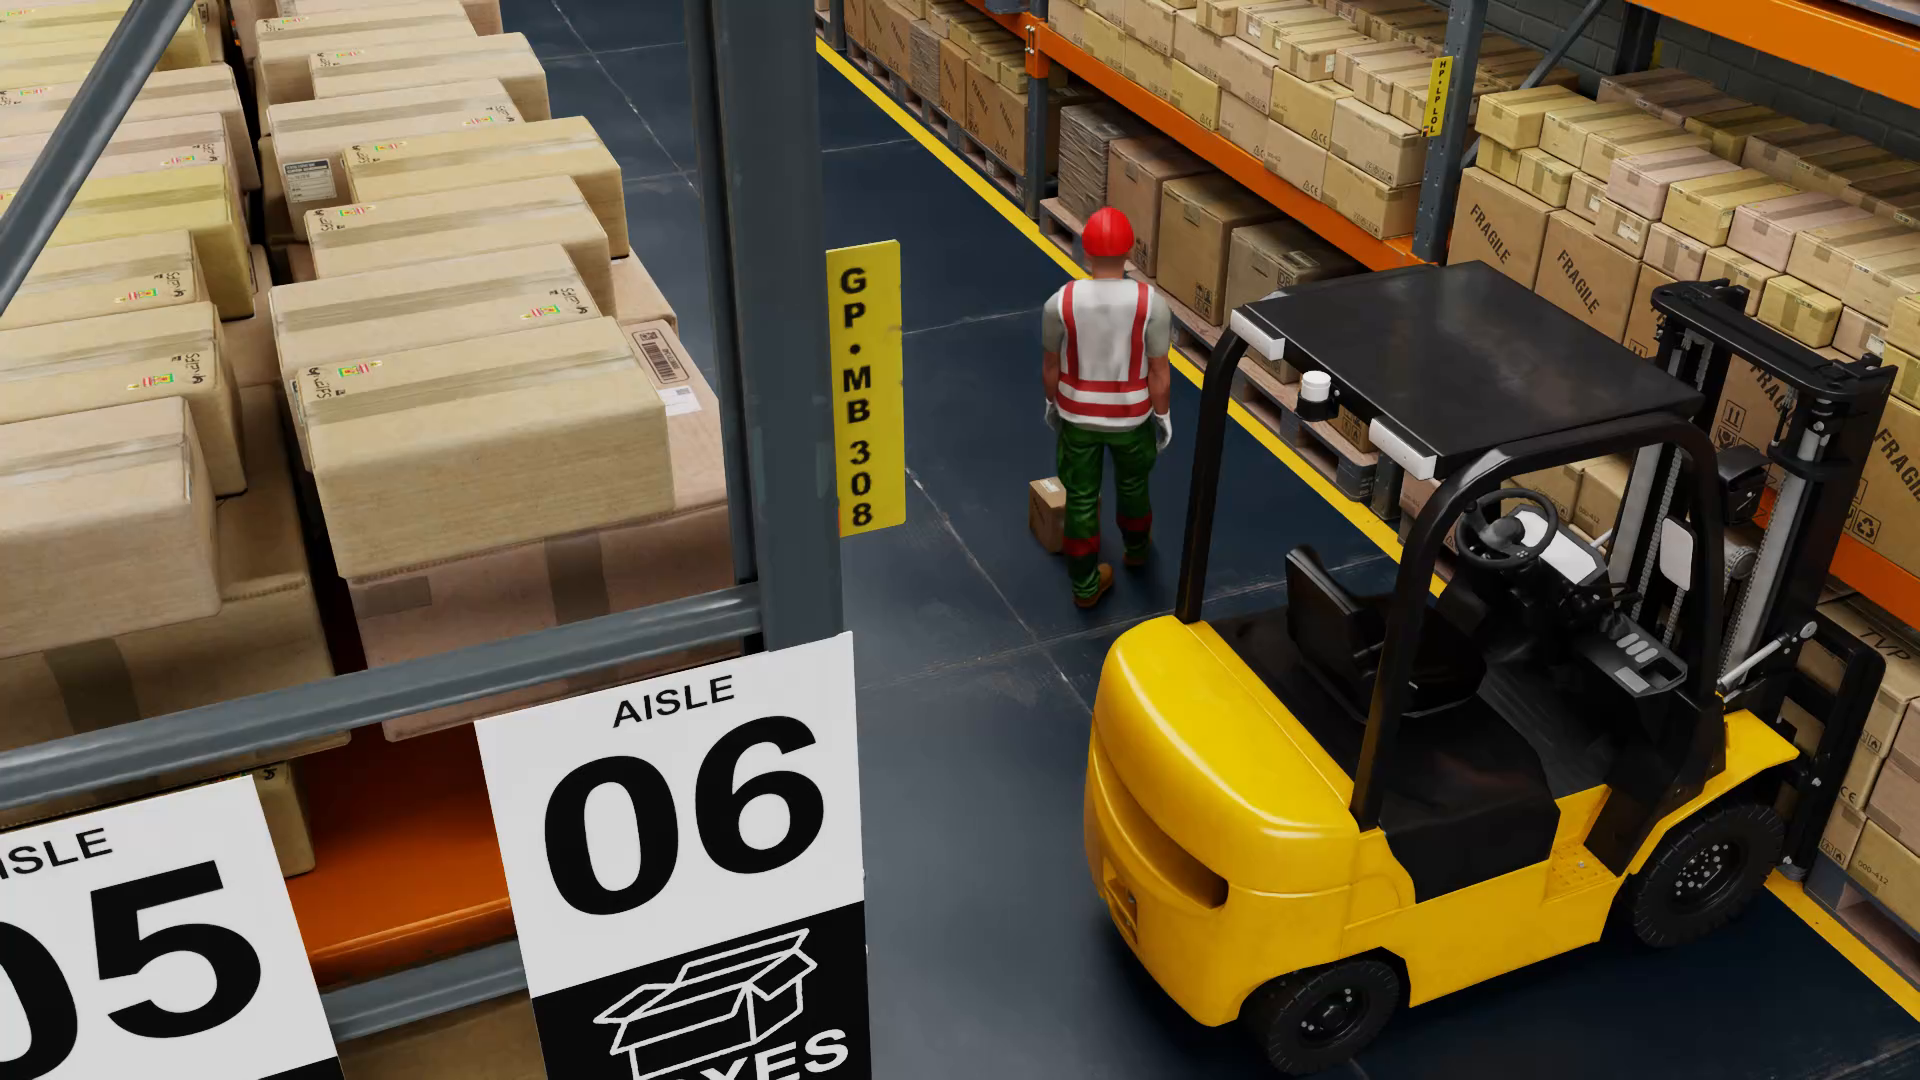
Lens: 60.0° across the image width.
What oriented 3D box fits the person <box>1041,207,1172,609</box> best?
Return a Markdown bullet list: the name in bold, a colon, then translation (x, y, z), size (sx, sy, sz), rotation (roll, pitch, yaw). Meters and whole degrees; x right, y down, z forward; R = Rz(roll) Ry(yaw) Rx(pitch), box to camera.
- **person**: translation (0.622, -0.605, 7.031), size (0.556, 1.790, 0.630), rotation (3, 33, 5)
